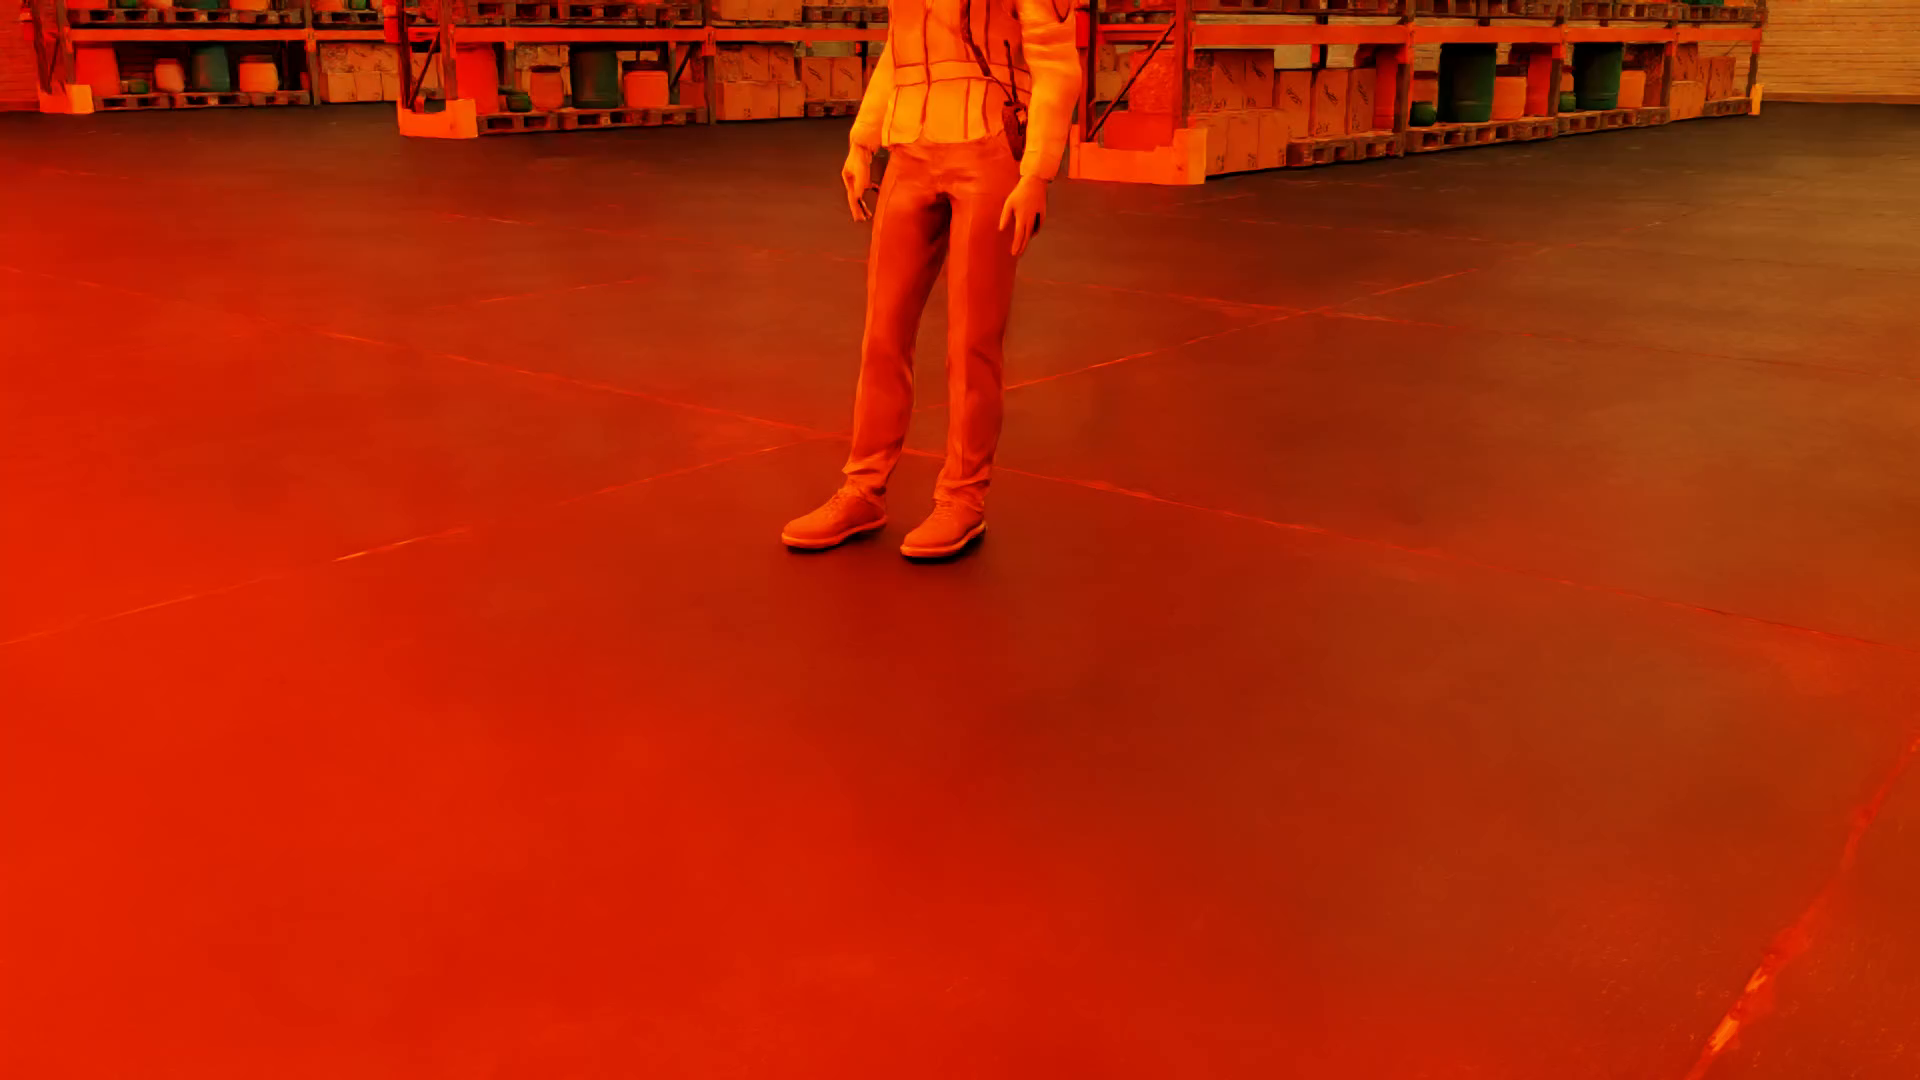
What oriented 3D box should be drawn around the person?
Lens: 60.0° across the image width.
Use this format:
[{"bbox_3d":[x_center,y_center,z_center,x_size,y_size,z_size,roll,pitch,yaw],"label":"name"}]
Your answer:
[{"bbox_3d":[-0.056,-0.805,3.653,0.568,1.694,0.530,13,21,37],"label":"person"}]
